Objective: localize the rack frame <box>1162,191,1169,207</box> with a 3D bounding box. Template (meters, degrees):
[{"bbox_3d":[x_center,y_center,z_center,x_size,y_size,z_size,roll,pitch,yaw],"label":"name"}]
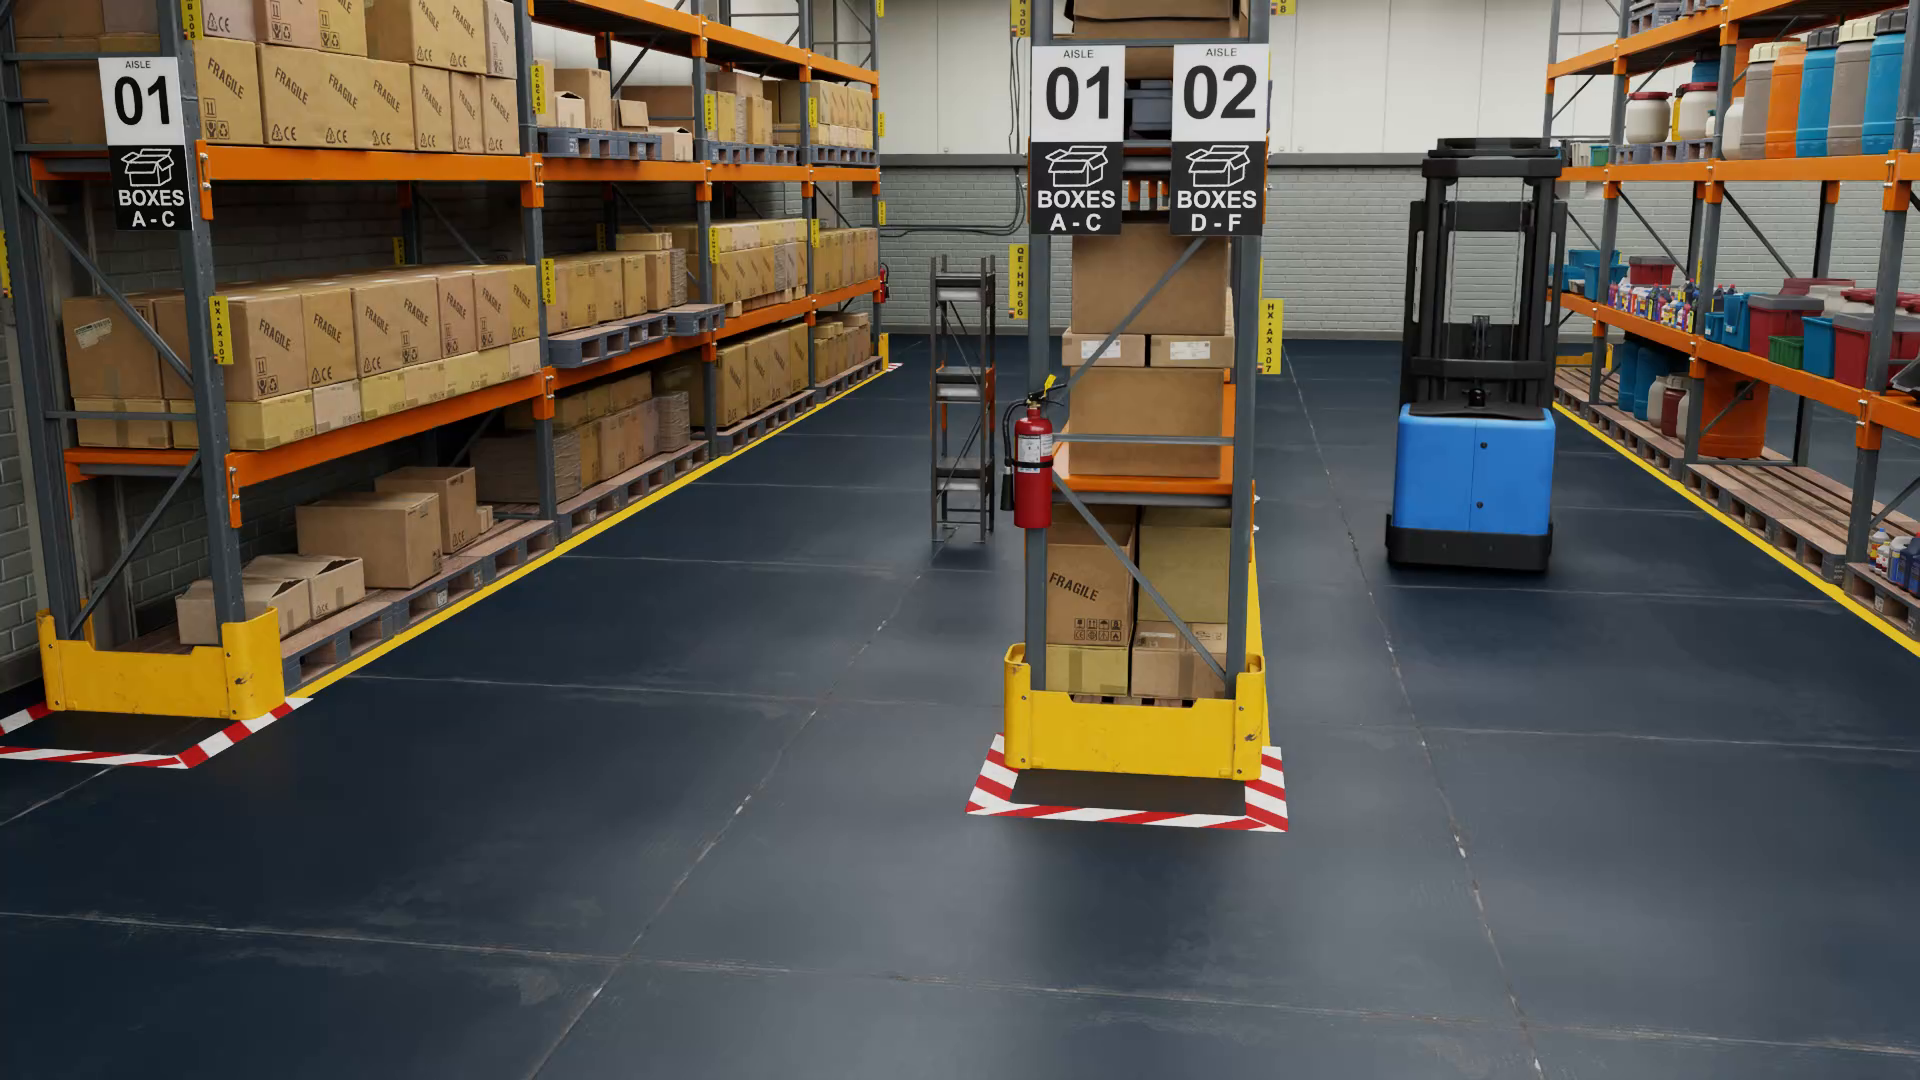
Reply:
[{"bbox_3d":[3.263,-3.773,22.882,1.000,3.000,0.127,2,12,9],"label":"rack frame"}]

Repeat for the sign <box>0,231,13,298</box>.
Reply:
[{"bbox_3d":[-4.638,-1.345,8.115,0.100,0.325,0.005,2,12,9],"label":"sign"}]

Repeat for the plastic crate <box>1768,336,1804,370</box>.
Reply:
[{"bbox_3d":[6.301,-1.382,12.289,0.450,0.188,0.662,2,12,9],"label":"plastic crate"}]

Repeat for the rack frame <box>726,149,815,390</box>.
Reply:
[{"bbox_3d":[-2.247,-3.100,19.759,1.000,3.000,0.127,2,12,9],"label":"rack frame"}]

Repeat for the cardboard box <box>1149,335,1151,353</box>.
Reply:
[{"bbox_3d":[0.751,-1.002,8.246,0.380,0.149,0.250,2,12,8],"label":"cardboard box"}]

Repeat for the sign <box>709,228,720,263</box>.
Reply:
[{"bbox_3d":[-2.325,-2.779,15.709,0.100,0.325,0.005,2,12,9],"label":"sign"}]

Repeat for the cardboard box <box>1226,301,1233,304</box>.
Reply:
[{"bbox_3d":[1.391,-1.313,9.690,0.380,0.149,0.250,2,12,10],"label":"cardboard box"}]

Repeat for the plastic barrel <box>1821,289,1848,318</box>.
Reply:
[{"bbox_3d":[6.915,-1.692,12.961,0.421,0.512,0.421,0,12,0],"label":"plastic barrel"}]

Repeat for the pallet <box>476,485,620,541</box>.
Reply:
[{"bbox_3d":[-3.359,-0.234,13.078,1.003,0.211,1.213,2,12,9],"label":"pallet"}]

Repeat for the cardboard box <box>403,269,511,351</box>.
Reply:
[{"bbox_3d":[-3.316,-1.525,10.980,0.500,0.500,0.500,2,12,8],"label":"cardboard box"}]

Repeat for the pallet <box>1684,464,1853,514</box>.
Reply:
[{"bbox_3d":[6.769,-0.423,13.957,1.003,0.211,1.213,2,12,9],"label":"pallet"}]

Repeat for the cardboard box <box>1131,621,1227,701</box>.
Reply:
[{"bbox_3d":[1.105,0.592,8.157,0.500,0.250,0.500,2,12,9],"label":"cardboard box"}]

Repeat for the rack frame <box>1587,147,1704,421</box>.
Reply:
[{"bbox_3d":[7.542,-2.779,18.269,1.000,3.000,0.127,2,12,9],"label":"rack frame"}]

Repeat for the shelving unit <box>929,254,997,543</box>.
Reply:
[{"bbox_3d":[0.025,-1.061,12.432,0.431,2.100,0.503,2,12,9],"label":"shelving unit"}]

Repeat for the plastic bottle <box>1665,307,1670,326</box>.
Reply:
[{"bbox_3d":[6.714,-2.120,15.683,0.097,0.201,0.097,0,12,0],"label":"plastic bottle"}]

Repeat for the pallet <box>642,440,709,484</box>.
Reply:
[{"bbox_3d":[-2.984,-0.742,15.434,1.003,0.211,1.213,2,12,9],"label":"pallet"}]

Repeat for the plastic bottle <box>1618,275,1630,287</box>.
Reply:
[{"bbox_3d":[7.161,-2.684,17.944,0.144,0.351,0.185,2,12,9],"label":"plastic bottle"}]

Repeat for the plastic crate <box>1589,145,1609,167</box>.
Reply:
[{"bbox_3d":[7.367,-4.364,18.898,0.416,0.233,0.300,2,12,9],"label":"plastic crate"}]

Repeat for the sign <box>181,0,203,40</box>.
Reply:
[{"bbox_3d":[-3.557,-2.478,7.678,0.100,0.325,0.005,2,12,9],"label":"sign"}]

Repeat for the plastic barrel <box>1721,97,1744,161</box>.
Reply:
[{"bbox_3d":[6.576,-3.413,13.824,0.421,0.512,0.421,0,12,0],"label":"plastic barrel"}]

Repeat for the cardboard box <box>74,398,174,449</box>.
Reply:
[{"bbox_3d":[-4.212,-0.642,8.662,0.500,0.250,0.500,2,12,9],"label":"cardboard box"}]

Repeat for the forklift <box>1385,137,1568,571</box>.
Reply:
[{"bbox_3d":[3.880,-1.488,12.441,1.130,2.935,3.031,4,13,16],"label":"forklift"}]

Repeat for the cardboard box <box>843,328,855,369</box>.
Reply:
[{"bbox_3d":[-1.794,-2.558,22.181,0.700,0.500,0.500,1,12,7],"label":"cardboard box"}]

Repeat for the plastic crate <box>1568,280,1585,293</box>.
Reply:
[{"bbox_3d":[7.513,-3.052,20.018,0.293,0.136,0.466,2,12,9],"label":"plastic crate"}]

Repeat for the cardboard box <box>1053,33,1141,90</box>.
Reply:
[{"bbox_3d":[0.719,-2.357,8.219,0.500,0.250,0.500,2,12,9],"label":"cardboard box"}]

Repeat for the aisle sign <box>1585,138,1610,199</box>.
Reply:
[{"bbox_3d":[8.458,-4.888,21.885,0.394,0.787,0.004,2,12,9],"label":"aisle sign"}]

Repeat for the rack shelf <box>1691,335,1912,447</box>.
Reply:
[{"bbox_3d":[6.619,-1.179,12.550,1.077,0.370,4.000,2,12,9],"label":"rack shelf"}]

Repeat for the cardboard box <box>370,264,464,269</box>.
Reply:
[{"bbox_3d":[-3.756,-1.647,11.544,0.500,0.500,0.500,2,12,7],"label":"cardboard box"}]

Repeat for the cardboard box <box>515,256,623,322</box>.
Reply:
[{"bbox_3d":[-3.202,-2.058,13.641,0.700,0.500,0.500,4,13,16],"label":"cardboard box"}]

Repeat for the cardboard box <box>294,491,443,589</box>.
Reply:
[{"bbox_3d":[-3.647,-0.006,10.291,0.700,0.500,0.500,1,12,5],"label":"cardboard box"}]

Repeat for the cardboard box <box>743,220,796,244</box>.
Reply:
[{"bbox_3d":[-2.154,-3.459,18.654,0.500,0.250,0.500,2,12,10],"label":"cardboard box"}]

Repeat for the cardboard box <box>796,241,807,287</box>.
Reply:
[{"bbox_3d":[-2.069,-3.200,19.231,0.500,0.500,0.500,2,12,8],"label":"cardboard box"}]

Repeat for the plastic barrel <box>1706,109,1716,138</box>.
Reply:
[{"bbox_3d":[6.947,-3.779,15.118,0.301,0.262,0.301,0,12,0],"label":"plastic barrel"}]

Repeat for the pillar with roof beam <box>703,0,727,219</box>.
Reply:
[{"bbox_3d":[1.260,-6.067,19.286,9.100,9.000,0.400,2,12,9],"label":"pillar with roof beam"}]

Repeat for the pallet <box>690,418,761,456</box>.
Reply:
[{"bbox_3d":[-2.667,-1.066,16.939,1.003,0.211,1.213,2,12,9],"label":"pallet"}]

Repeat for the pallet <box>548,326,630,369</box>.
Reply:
[{"bbox_3d":[-3.216,-1.496,12.768,1.003,0.211,1.213,2,12,9],"label":"pallet"}]

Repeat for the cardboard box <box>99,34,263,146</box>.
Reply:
[{"bbox_3d":[-3.794,-2.189,8.125,0.500,0.500,0.500,2,12,10],"label":"cardboard box"}]

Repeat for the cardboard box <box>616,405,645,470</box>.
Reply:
[{"bbox_3d":[-3.164,-0.901,14.445,0.700,0.500,0.500,2,12,8],"label":"cardboard box"}]

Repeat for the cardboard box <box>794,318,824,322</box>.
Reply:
[{"bbox_3d":[-2.012,-2.853,22.008,0.380,0.149,0.250,2,12,9],"label":"cardboard box"}]

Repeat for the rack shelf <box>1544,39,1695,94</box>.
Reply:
[{"bbox_3d":[7.850,-5.581,19.687,1.077,0.370,4.000,2,12,9],"label":"rack shelf"}]

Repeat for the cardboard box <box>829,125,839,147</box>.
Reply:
[{"bbox_3d":[-1.788,-4.988,20.522,0.500,0.250,0.500,2,12,7],"label":"cardboard box"}]

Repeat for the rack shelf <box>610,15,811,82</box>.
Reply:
[{"bbox_3d":[-2.555,-5.069,17.313,1.077,0.370,4.000,2,12,9],"label":"rack shelf"}]

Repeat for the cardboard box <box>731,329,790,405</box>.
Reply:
[{"bbox_3d":[-2.352,-1.930,18.435,0.750,0.750,0.750,2,12,10],"label":"cardboard box"}]

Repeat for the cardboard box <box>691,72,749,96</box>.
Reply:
[{"bbox_3d":[-2.582,-4.903,17.941,0.500,0.250,0.500,1,12,7],"label":"cardboard box"}]

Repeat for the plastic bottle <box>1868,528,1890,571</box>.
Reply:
[{"bbox_3d":[5.829,0.057,10.541,0.097,0.271,0.097,0,12,0],"label":"plastic bottle"}]

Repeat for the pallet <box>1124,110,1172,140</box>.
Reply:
[{"bbox_3d":[1.122,-2.267,8.981,1.003,0.211,1.213,2,12,9],"label":"pallet"}]

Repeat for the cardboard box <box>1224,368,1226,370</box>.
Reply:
[{"bbox_3d":[1.756,-1.330,12.142,0.380,0.149,0.250,2,12,9],"label":"cardboard box"}]

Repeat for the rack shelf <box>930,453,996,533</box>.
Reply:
[{"bbox_3d":[0.025,-0.363,12.582,0.431,0.518,0.480,2,12,9],"label":"rack shelf"}]

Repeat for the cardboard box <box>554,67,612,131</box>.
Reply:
[{"bbox_3d":[-3.125,-3.523,13.368,0.500,0.500,0.500,1,12,7],"label":"cardboard box"}]

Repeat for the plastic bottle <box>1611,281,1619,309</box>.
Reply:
[{"bbox_3d":[7.044,-2.632,17.863,0.061,0.283,0.133,2,12,9],"label":"plastic bottle"}]

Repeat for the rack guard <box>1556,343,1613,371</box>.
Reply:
[{"bbox_3d":[8.148,-2.395,22.422,1.175,0.500,0.348,2,12,9],"label":"rack guard"}]

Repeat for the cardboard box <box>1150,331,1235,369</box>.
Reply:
[{"bbox_3d":[1.076,-0.883,7.694,0.380,0.149,0.250,2,12,8],"label":"cardboard box"}]

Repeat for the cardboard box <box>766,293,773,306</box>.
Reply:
[{"bbox_3d":[-2.258,-2.645,18.194,0.380,0.149,0.250,2,12,7],"label":"cardboard box"}]

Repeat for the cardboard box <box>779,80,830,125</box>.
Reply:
[{"bbox_3d":[-1.860,-5.253,19.971,0.500,0.500,0.500,2,12,8],"label":"cardboard box"}]
